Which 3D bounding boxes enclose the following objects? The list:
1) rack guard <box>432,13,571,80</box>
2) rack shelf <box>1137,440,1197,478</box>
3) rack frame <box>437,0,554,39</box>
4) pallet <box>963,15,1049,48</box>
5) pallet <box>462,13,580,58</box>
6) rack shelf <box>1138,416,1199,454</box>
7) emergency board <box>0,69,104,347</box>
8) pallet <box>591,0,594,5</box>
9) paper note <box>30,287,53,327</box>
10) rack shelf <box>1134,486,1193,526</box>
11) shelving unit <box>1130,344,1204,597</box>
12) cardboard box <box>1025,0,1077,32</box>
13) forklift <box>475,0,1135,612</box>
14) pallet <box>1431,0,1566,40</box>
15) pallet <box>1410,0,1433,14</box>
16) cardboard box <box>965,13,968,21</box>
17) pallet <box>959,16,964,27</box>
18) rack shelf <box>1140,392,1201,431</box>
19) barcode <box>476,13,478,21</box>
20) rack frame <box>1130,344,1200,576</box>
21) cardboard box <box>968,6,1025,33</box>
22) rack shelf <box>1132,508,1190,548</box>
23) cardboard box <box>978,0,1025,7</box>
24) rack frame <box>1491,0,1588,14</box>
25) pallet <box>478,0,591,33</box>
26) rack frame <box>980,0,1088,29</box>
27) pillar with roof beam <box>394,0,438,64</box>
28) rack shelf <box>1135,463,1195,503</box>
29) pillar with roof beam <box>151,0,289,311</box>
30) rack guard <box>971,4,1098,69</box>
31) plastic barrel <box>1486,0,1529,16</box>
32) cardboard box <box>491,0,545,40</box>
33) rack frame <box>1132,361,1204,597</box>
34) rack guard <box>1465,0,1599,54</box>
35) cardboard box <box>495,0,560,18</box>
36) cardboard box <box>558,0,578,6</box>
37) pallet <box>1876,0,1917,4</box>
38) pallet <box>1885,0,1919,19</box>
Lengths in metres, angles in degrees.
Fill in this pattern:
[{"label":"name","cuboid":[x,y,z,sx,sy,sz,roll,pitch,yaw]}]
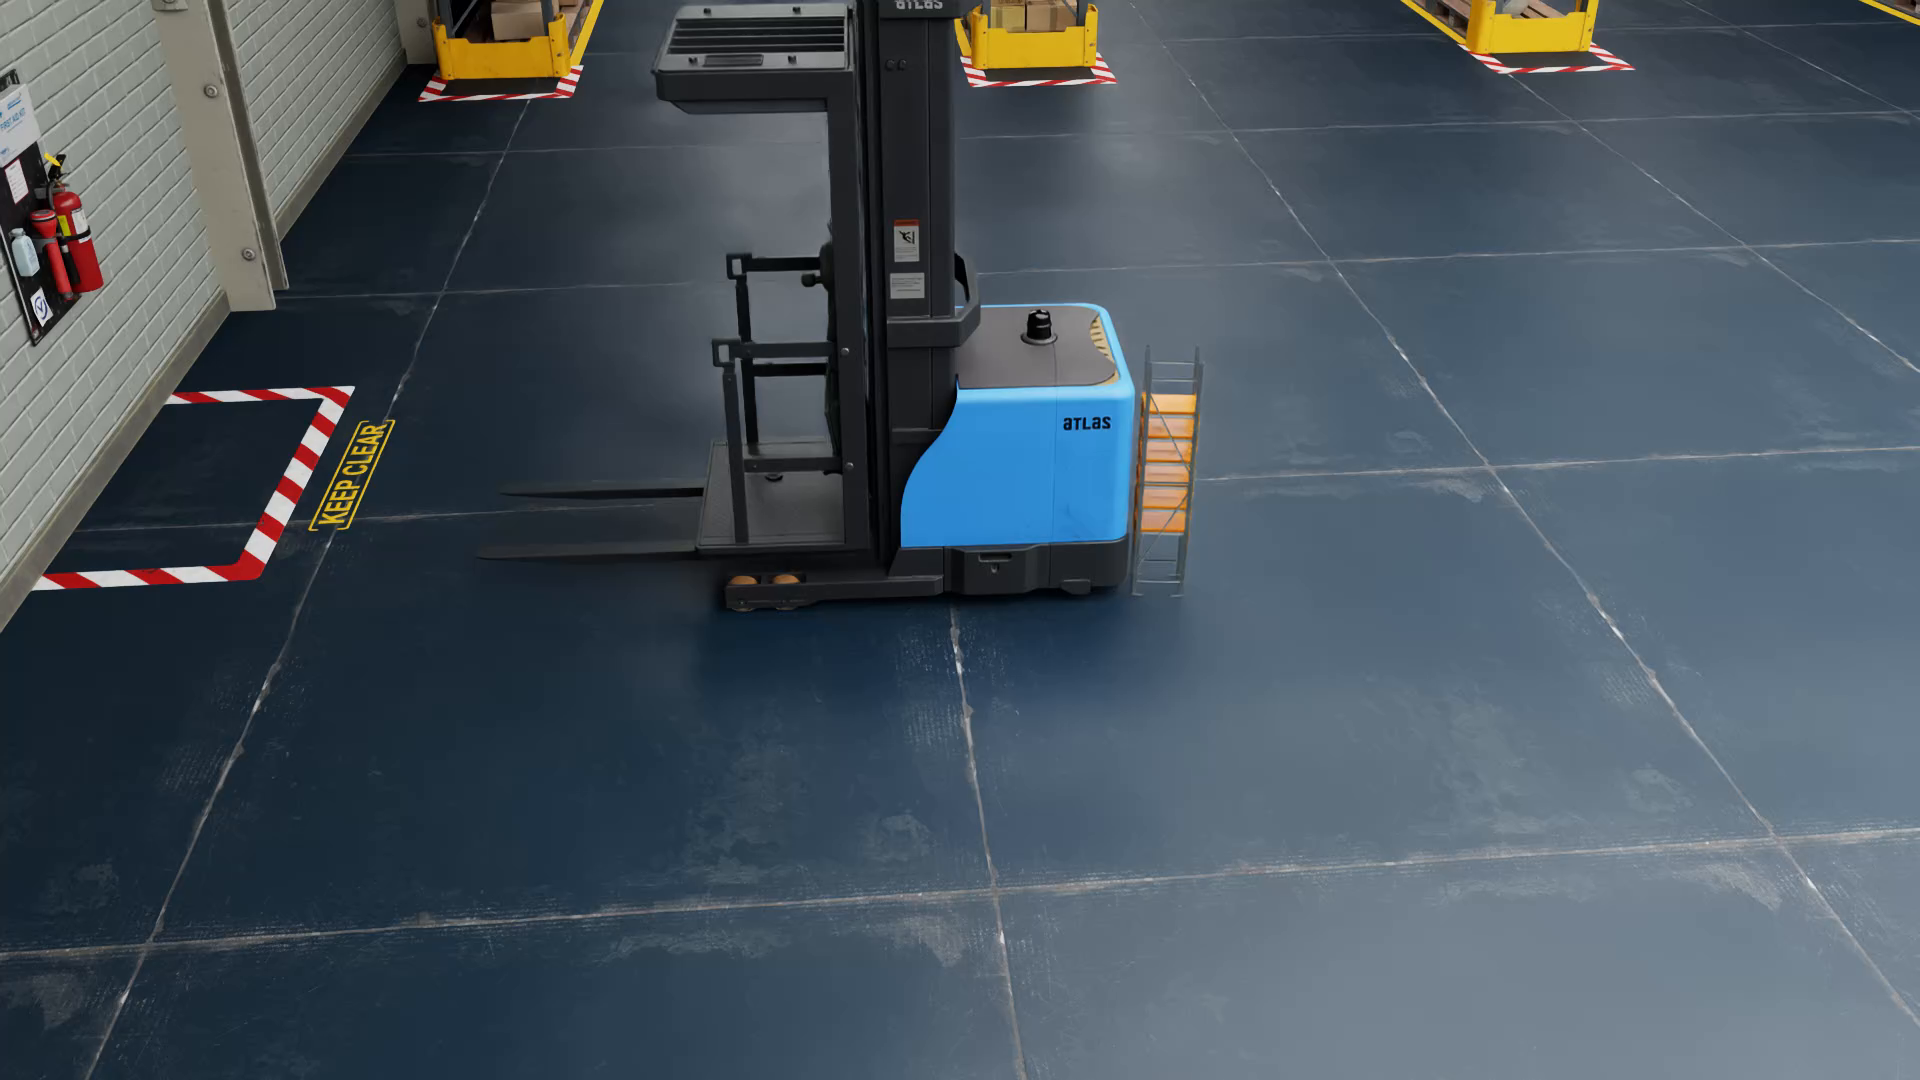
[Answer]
[{"label":"rack guard","cuboid":[-4.242,-4.581,15.432,1.175,0.500,0.348,-3,31,-5]},{"label":"rack shelf","cuboid":[0.935,-0.366,7.542,0.258,0.103,0.180,2,31,2]},{"label":"rack frame","cuboid":[-4.235,-5.615,14.726,1.000,3.000,0.127,-3,31,-5]},{"label":"pallet","cuboid":[0.583,-5.046,16.492,1.003,0.211,1.213,-3,31,-5]},{"label":"pallet","cuboid":[-4.283,-4.874,16.203,1.003,0.211,1.213,-3,31,-5]},{"label":"rack shelf","cuboid":[0.936,-0.469,7.481,0.258,0.103,0.180,2,31,2]},{"label":"emergency board","cuboid":[-4.408,-1.605,8.011,0.194,1.169,0.643,-3,31,-5]},{"label":"pallet","cuboid":[-4.511,-6.119,18.289,1.003,0.211,1.213,-3,31,-5]},{"label":"paper note","cuboid":[-4.461,-1.133,8.080,0.016,0.148,0.142,-3,31,-5]},{"label":"rack shelf","cuboid":[0.933,-0.159,7.664,0.258,0.103,0.180,2,31,2]},{"label":"shelving unit","cuboid":[0.935,-0.301,7.580,0.258,1.200,0.189,2,31,2]},{"label":"cardboard box","cuboid":[0.868,-5.139,16.200,0.500,0.250,0.500,-3,31,-5]},{"label":"forklift","cuboid":[-0.752,-1.205,7.410,3.031,2.935,1.130,-2,31,-3]},{"label":"pallet","cuboid":[5.504,-5.344,16.992,1.003,0.211,1.213,-3,31,-5]},{"label":"pallet","cuboid":[5.393,-5.966,18.032,1.003,0.211,1.213,-3,31,-5]},{"label":"cardboard box","cuboid":[0.293,-5.369,16.585,0.500,0.250,0.500,-3,31,-5]},{"label":"pallet","cuboid":[0.472,-5.667,17.532,1.003,0.211,1.213,-3,31,-5]},{"label":"rack shelf","cuboid":[0.937,-0.572,7.419,0.258,0.103,0.180,2,31,2]},{"label":"barcode","cuboid":[-4.610,-5.002,15.882,0.001,0.075,0.075,-3,31,-5]},{"label":"rack frame","cuboid":[0.939,-0.347,7.659,0.240,1.200,0.006,2,31,2]},{"label":"cardboard box","cuboid":[0.352,-5.114,16.159,0.500,0.250,0.500,-3,31,-5]},{"label":"rack shelf","cuboid":[0.933,-0.056,7.725,0.258,0.103,0.180,2,31,2]},{"label":"cardboard box","cuboid":[0.350,-5.436,15.966,0.500,0.500,0.500,-3,31,-5]},{"label":"rack frame","cuboid":[5.628,-6.090,15.521,1.000,3.000,0.127,-3,31,-5]},{"label":"pallet","cuboid":[-4.394,-5.495,17.244,1.003,0.211,1.213,-3,31,-5]},{"label":"rack frame","cuboid":[0.696,-5.855,15.127,1.000,3.000,0.127,-3,31,-5]},{"label":"pillar with roof beam","cuboid":[-0.876,-8.713,14.062,9.100,9.000,0.400,-3,31,-5]},{"label":"rack shelf","cuboid":[0.934,-0.262,7.603,0.258,0.103,0.180,2,31,2]},{"label":"pillar with roof beam","cuboid":[-0.315,-5.650,8.933,9.100,9.000,0.400,-3,31,-5]},{"label":"rack guard","cuboid":[0.699,-4.769,15.747,1.175,0.500,0.348,-3,31,-5]},{"label":"plastic barrel","cuboid":[5.491,-5.535,16.607,0.421,0.512,0.421,0,31,0]},{"label":"cardboard box","cuboid":[-4.210,-5.007,15.901,0.500,0.311,0.500,-6,31,-10]},{"label":"rack frame","cuboid":[0.931,-0.254,7.502,0.240,1.200,0.006,2,31,2]},{"label":"rack guard","cuboid":[5.574,-5.053,16.223,1.175,0.500,0.348,-3,31,-5]},{"label":"cardboard box","cuboid":[-4.264,-5.299,16.389,0.500,0.311,0.500,0,31,0]},{"label":"cardboard box","cuboid":[-4.282,-5.757,16.971,0.700,0.500,0.500,-5,31,-8]},{"label":"pallet","cuboid":[10.401,-6.207,18.436,1.003,0.211,1.213,-3,31,-5]},{"label":"pallet","cuboid":[10.512,-5.585,17.395,1.003,0.211,1.213,-3,31,-5]}]
